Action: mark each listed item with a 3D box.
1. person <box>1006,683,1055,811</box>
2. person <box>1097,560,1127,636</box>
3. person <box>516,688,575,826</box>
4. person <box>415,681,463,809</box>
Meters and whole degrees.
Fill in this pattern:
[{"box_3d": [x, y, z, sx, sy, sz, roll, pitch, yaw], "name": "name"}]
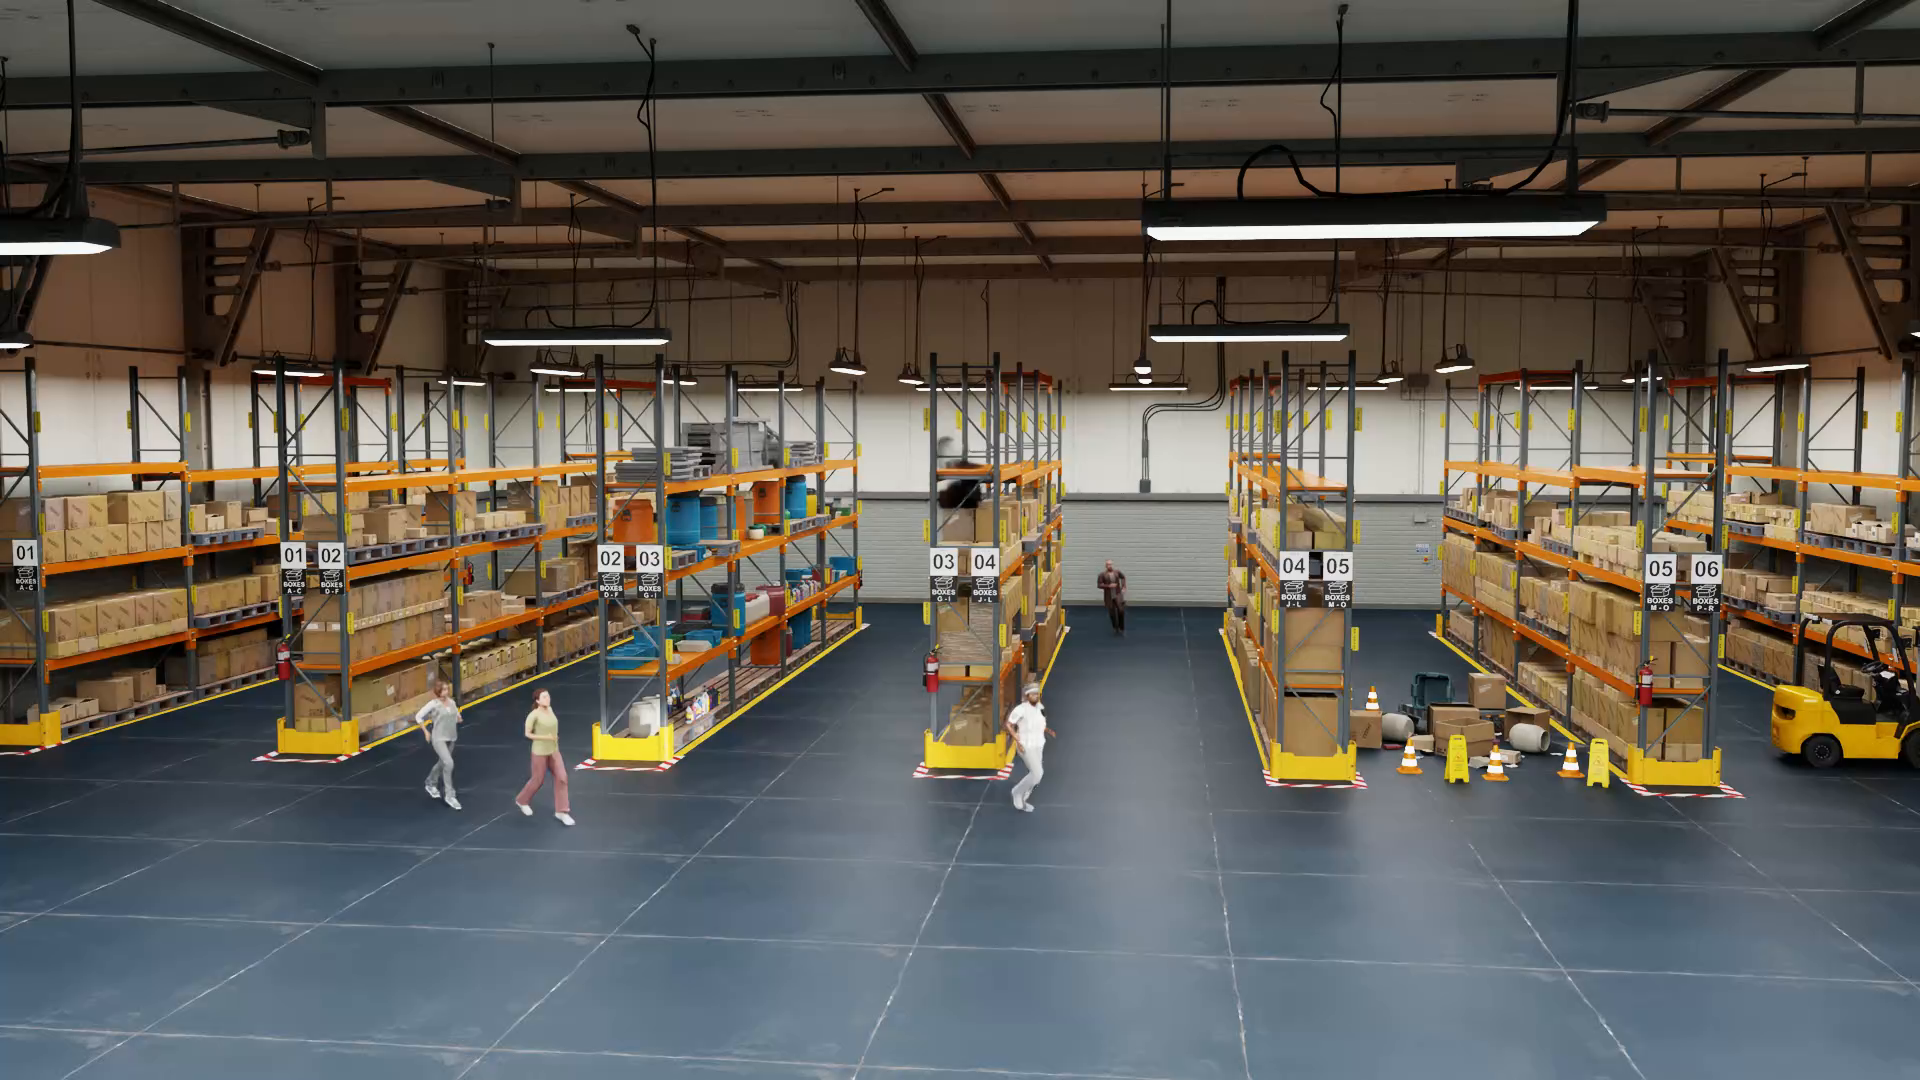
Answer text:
[{"box_3d": [0.953, 2.655, 21.357, 0.560, 1.667, 0.582, -4, 6, -43], "name": "person"}, {"box_3d": [3.569, 1.387, 39.162, 0.703, 1.821, 0.713, 0, 4, 0], "name": "person"}, {"box_3d": [-5.215, 2.693, 20.817, 0.920, 1.695, 0.585, 3, 5, 34], "name": "person"}, {"box_3d": [-6.776, 2.653, 21.742, 0.757, 1.636, 0.514, 2, 5, 29], "name": "person"}]
